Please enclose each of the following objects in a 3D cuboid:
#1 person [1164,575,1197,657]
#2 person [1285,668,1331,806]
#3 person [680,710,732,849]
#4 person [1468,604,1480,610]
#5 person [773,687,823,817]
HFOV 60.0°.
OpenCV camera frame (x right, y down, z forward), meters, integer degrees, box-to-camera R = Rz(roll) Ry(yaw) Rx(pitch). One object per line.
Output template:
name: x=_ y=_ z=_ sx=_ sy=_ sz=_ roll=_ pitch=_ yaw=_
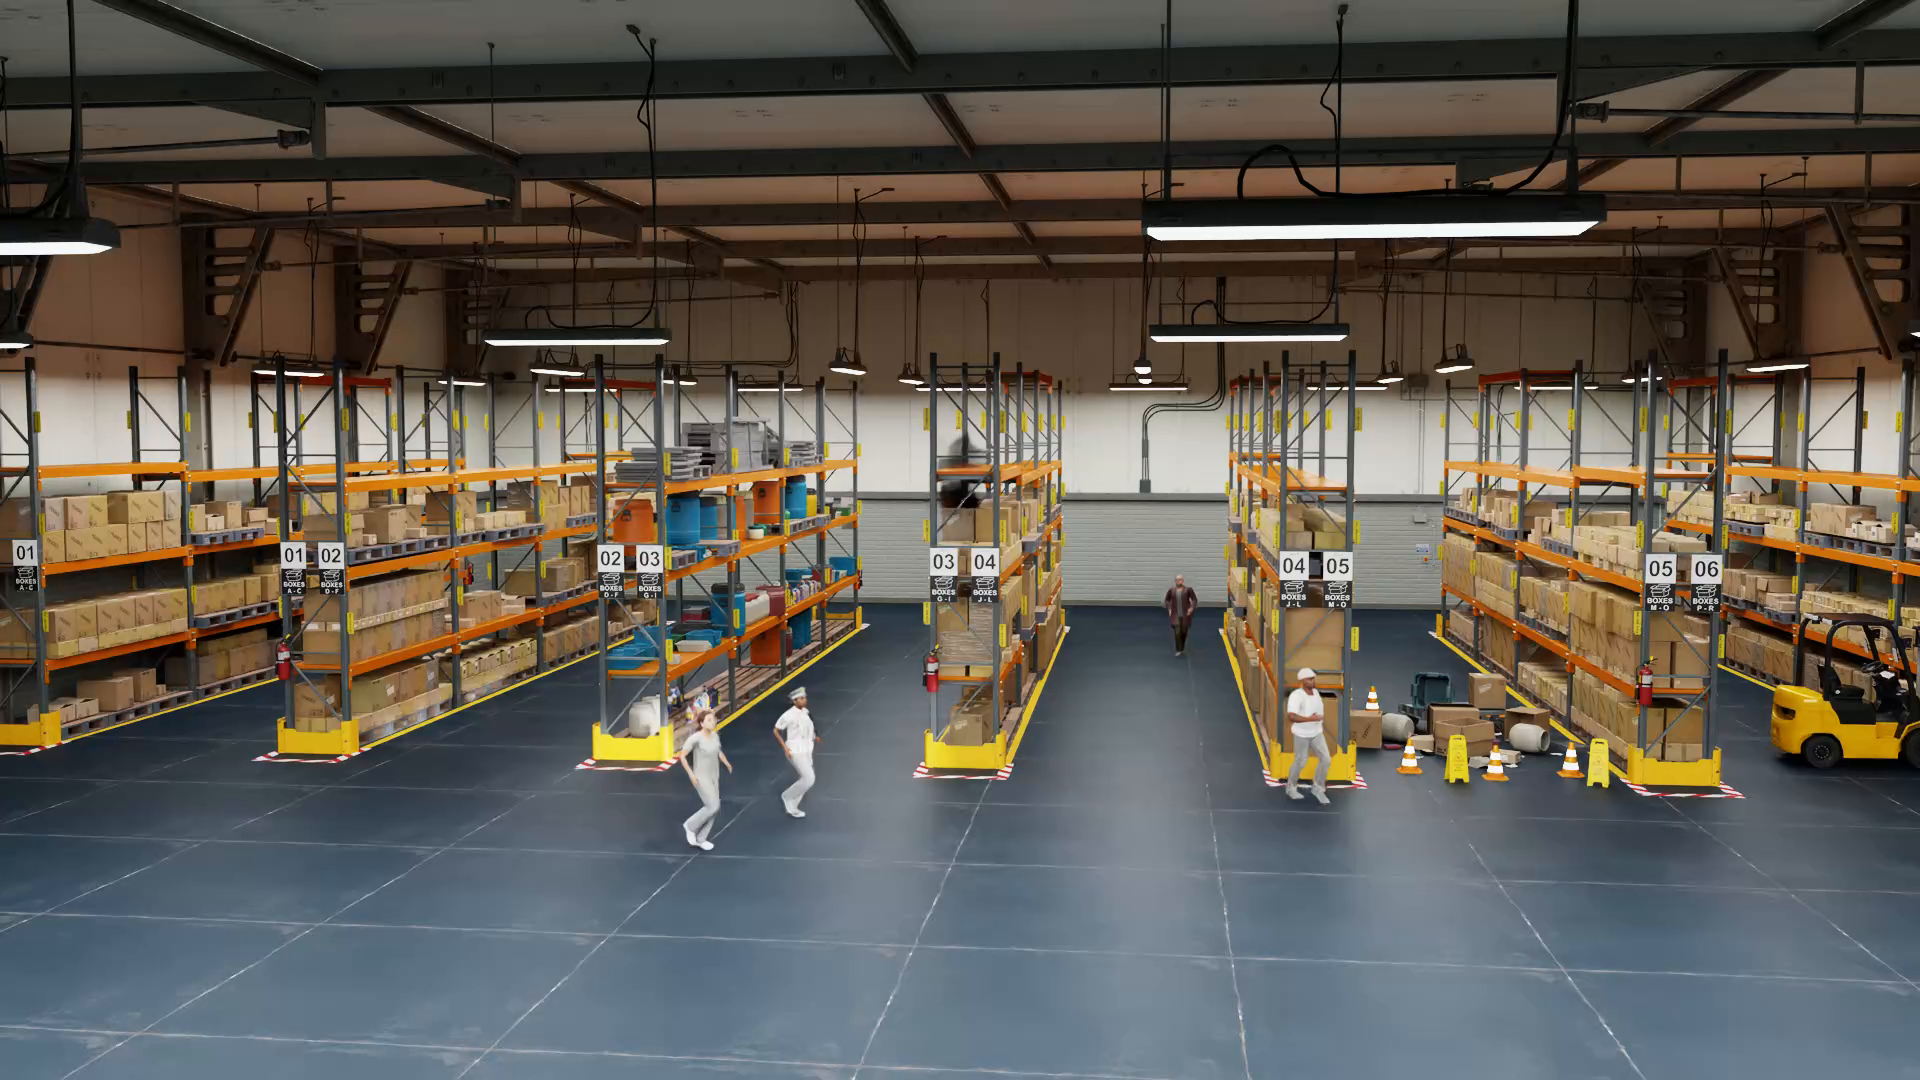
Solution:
person: x=4.725 y=1.619 z=35.669 sx=0.707 sy=1.750 sz=0.639 roll=1 pitch=4 yaw=12
person: x=4.572 y=2.577 z=21.815 sx=0.710 sy=1.805 sz=0.717 roll=-3 pitch=5 yaw=-34
person: x=-2.956 y=2.807 z=19.500 sx=0.549 sy=1.638 sz=0.576 roll=3 pitch=5 yaw=32
person: x=12.467 y=1.368 z=39.999 sx=0.527 sy=1.624 sz=0.763 roll=3 pitch=5 yaw=40
person: x=-1.989 y=2.681 z=21.007 sx=0.576 sy=1.659 sz=0.560 roll=2 pitch=5 yaw=29
